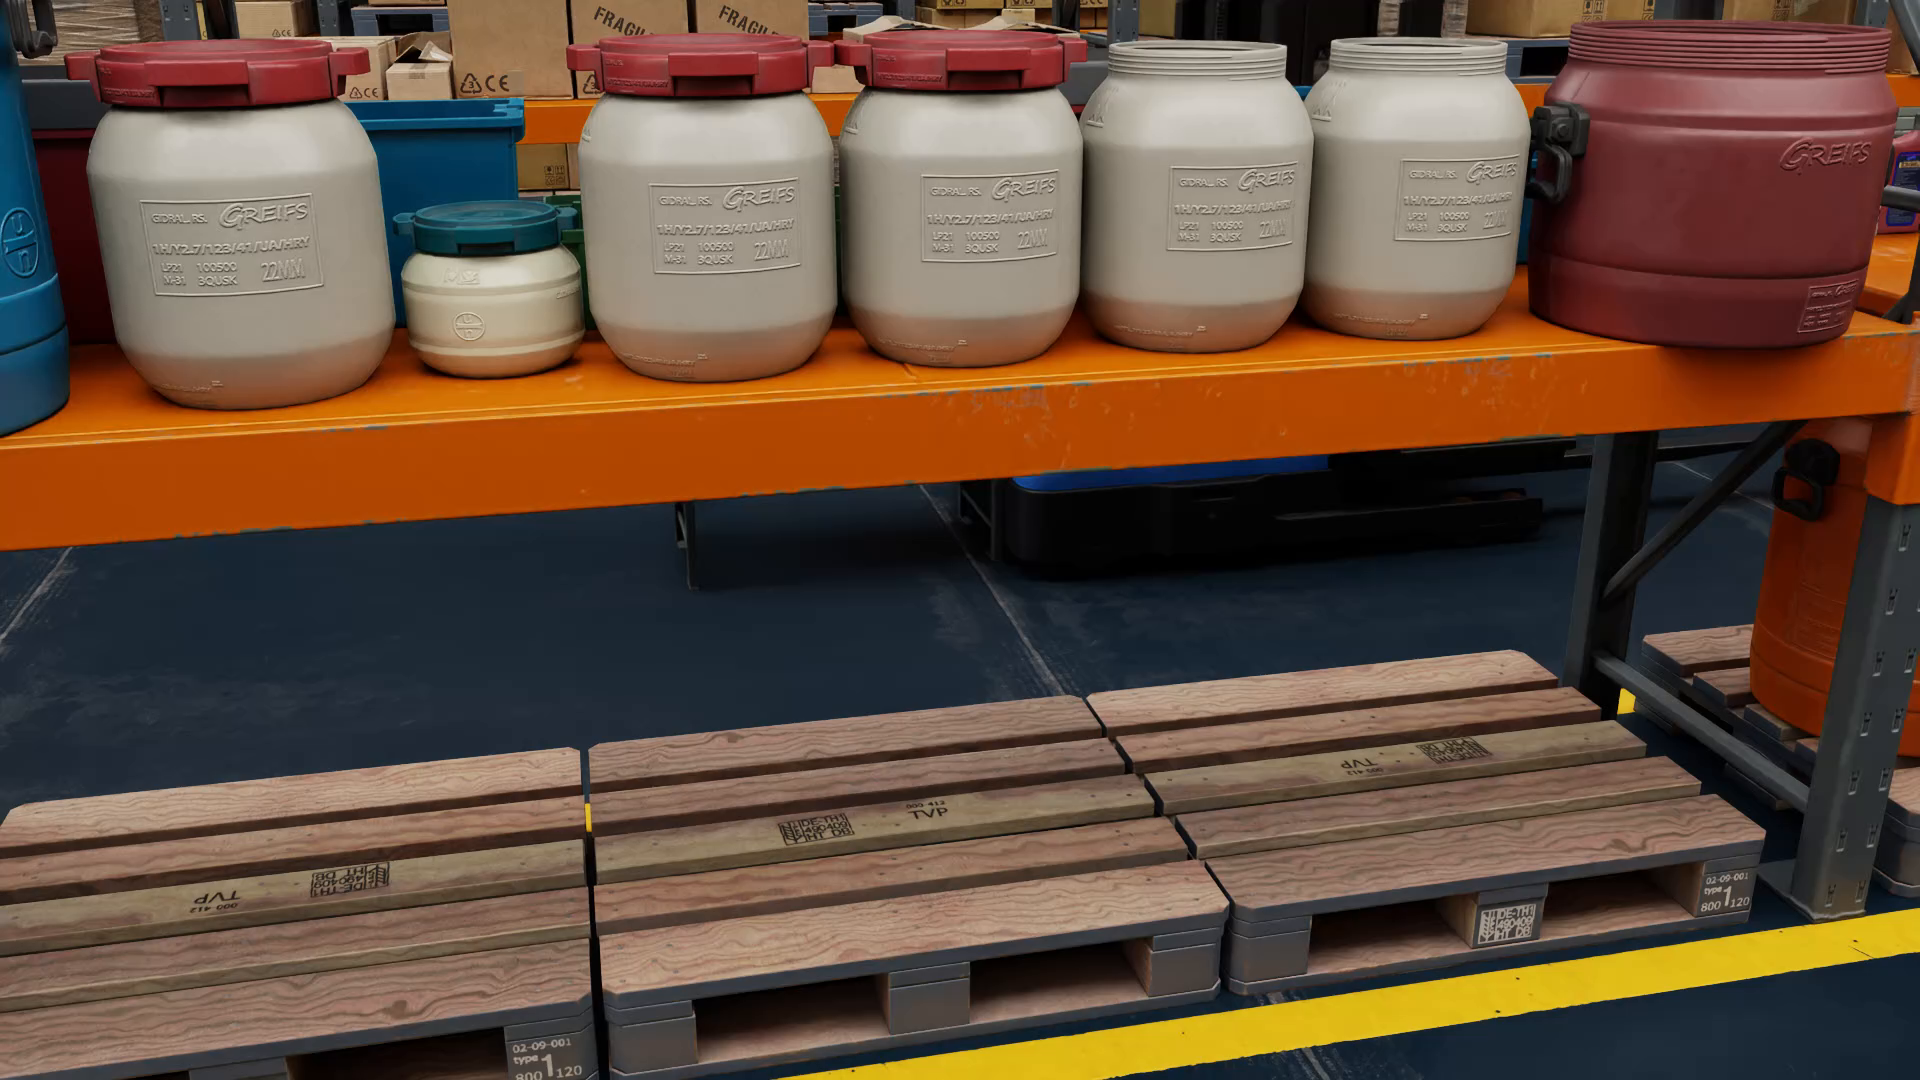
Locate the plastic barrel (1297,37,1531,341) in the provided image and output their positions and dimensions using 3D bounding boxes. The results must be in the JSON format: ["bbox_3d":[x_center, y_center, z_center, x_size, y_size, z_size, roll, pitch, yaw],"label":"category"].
[{"bbox_3d":[0.825,-0.656,3.081,0.421,0.512,0.421,0,20,0],"label":"plastic barrel"}]

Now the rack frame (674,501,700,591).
[{"bbox_3d":[-0.918,-0.624,5.337,0.032,1.500,0.500,-5,21,-13],"label":"rack frame"}]

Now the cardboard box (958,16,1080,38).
[{"bbox_3d":[0.277,-2.359,8.022,0.500,0.311,0.500,-3,20,-9],"label":"cardboard box"}]

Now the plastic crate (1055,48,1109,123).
[{"bbox_3d":[0.134,-0.761,3.438,0.583,0.464,0.402,-5,21,-12],"label":"plastic crate"}]

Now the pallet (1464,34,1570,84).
[{"bbox_3d":[2.532,-2.480,8.503,1.213,0.211,1.003,-5,21,-12],"label":"pallet"}]

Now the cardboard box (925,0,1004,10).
[{"bbox_3d":[0.029,-4.221,12.370,0.500,0.500,0.500,-4,21,-11],"label":"cardboard box"}]

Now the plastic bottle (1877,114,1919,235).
[{"bbox_3d":[2.297,-0.895,4.065,0.133,0.283,0.061,-5,21,-12],"label":"plastic bottle"}]

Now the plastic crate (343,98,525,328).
[{"bbox_3d":[-1.114,-0.624,3.179,0.575,0.384,0.392,-5,21,-12],"label":"plastic crate"}]

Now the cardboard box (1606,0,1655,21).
[{"bbox_3d":[3.366,-2.937,8.716,0.500,0.500,0.700,-1,20,-4],"label":"cardboard box"}]

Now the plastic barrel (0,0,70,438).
[{"bbox_3d":[-1.670,-0.604,2.374,0.708,0.901,0.600,-5,21,-12],"label":"plastic barrel"}]

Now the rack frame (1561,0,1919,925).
[{"bbox_3d":[1.777,-0.756,3.518,0.127,3.000,1.000,-5,21,-12],"label":"rack frame"}]

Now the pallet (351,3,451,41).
[{"bbox_3d":[-3.618,-3.678,11.772,1.213,0.211,1.003,-5,21,-12],"label":"pallet"}]

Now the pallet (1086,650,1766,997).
[{"bbox_3d":[1.014,0.601,3.866,1.213,0.211,1.003,-5,21,-12],"label":"pallet"}]

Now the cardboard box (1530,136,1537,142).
[{"bbox_3d":[3.033,-2.080,9.037,0.500,0.250,0.500,-5,21,-12],"label":"cardboard box"}]

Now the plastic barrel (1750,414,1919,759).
[{"bbox_3d":[2.249,0.021,3.940,0.708,0.830,0.600,-5,21,-12],"label":"plastic barrel"}]

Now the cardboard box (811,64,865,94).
[{"bbox_3d":[-0.587,-2.177,7.761,0.250,0.149,0.380,-3,20,-8],"label":"cardboard box"}]

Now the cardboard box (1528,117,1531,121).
[{"bbox_3d":[4.631,-3.476,13.966,0.500,0.500,0.700,-5,21,-13],"label":"cardboard box"}]

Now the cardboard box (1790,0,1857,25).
[{"bbox_3d":[4.961,-2.904,9.235,0.500,0.500,0.500,-4,21,-12],"label":"cardboard box"}]

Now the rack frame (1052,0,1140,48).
[{"bbox_3d":[0.641,-2.415,8.045,0.127,3.000,1.000,-5,21,-12],"label":"rack frame"}]

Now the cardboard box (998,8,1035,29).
[{"bbox_3d":[0.396,-3.922,12.497,0.250,0.149,0.380,-4,20,-11],"label":"cardboard box"}]

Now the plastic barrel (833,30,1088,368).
[{"bbox_3d":[0.001,-0.598,2.889,0.433,0.535,0.433,0,20,0],"label":"plastic barrel"}]

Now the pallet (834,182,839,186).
[{"bbox_3d":[-1.264,-2.702,12.883,1.213,0.211,1.003,-5,21,-12],"label":"pallet"}]

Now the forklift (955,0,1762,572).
[{"bbox_3d":[1.539,-1.529,5.728,3.031,2.935,1.130,-5,21,-13],"label":"forklift"}]

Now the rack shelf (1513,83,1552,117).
[{"bbox_3d":[2.587,-2.235,8.601,4.000,0.370,1.077,-5,21,-12],"label":"rack shelf"}]

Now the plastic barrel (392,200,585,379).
[{"bbox_3d":[-0.792,-0.428,2.823,0.301,0.262,0.301,0,20,0],"label":"plastic barrel"}]

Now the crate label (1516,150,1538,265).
[{"bbox_3d":[1.281,-0.770,3.798,0.416,0.233,0.303,-5,21,-12],"label":"crate label"}]

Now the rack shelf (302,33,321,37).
[{"bbox_3d":[-6.342,-3.260,11.398,4.000,0.370,1.077,-5,21,-12],"label":"rack shelf"}]

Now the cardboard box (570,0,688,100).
[{"bbox_3d":[-1.501,-2.282,7.537,0.500,0.500,0.500,-5,21,-12],"label":"cardboard box"}]

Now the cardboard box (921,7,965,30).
[{"bbox_3d":[-0.129,-3.912,12.470,0.250,0.149,0.380,-5,21,-13],"label":"cardboard box"}]

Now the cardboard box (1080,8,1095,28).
[{"bbox_3d":[0.863,-4.007,12.728,0.250,0.149,0.380,-4,21,-11],"label":"cardboard box"}]

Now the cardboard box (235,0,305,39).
[{"bbox_3d":[-4.787,-3.556,11.350,0.500,0.250,0.500,-5,21,-12],"label":"cardboard box"}]

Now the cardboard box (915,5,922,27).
[{"bbox_3d":[-0.245,-4.075,12.915,0.250,0.149,0.380,-4,21,-12],"label":"cardboard box"}]

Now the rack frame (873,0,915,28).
[{"bbox_3d":[-0.503,-4.072,12.571,0.127,3.000,1.000,-5,21,-12],"label":"rack frame"}]

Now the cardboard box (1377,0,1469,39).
[{"bbox_3d":[2.162,-2.755,8.218,0.500,0.500,0.700,-1,20,-2],"label":"cardboard box"}]

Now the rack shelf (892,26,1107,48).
[{"bbox_3d":[1.444,-3.893,13.127,4.000,0.370,1.077,-5,21,-12],"label":"rack shelf"}]

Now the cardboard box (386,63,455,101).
[{"bbox_3d":[-2.343,-1.982,7.229,0.250,0.149,0.380,-5,21,-12],"label":"cardboard box"}]

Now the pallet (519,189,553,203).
[{"bbox_3d":[-3.638,-2.509,12.356,1.213,0.211,1.003,-5,21,-12],"label":"pallet"}]

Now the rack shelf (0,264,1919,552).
[{"bbox_3d":[-0.169,-0.260,3.210,4.000,0.370,1.077,-5,21,-12],"label":"rack shelf"}]

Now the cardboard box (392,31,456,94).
[{"bbox_3d":[-2.439,-2.166,7.562,0.258,0.266,0.396,-5,21,-14],"label":"cardboard box"}]

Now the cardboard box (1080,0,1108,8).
[{"bbox_3d":[1.024,-4.298,12.581,0.500,0.500,0.500,-5,21,-13],"label":"cardboard box"}]

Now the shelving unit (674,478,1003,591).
[{"bbox_3d":[-0.425,-0.667,5.455,1.048,1.500,0.538,-5,21,-13],"label":"shelving unit"}]

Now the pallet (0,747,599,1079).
[{"bbox_3d":[-1.360,0.795,3.339,1.213,0.211,1.003,-5,21,-12],"label":"pallet"}]

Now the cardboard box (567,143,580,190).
[{"bbox_3d":[-2.686,-2.937,12.466,0.500,0.500,0.700,-4,21,-12],"label":"cardboard box"}]
